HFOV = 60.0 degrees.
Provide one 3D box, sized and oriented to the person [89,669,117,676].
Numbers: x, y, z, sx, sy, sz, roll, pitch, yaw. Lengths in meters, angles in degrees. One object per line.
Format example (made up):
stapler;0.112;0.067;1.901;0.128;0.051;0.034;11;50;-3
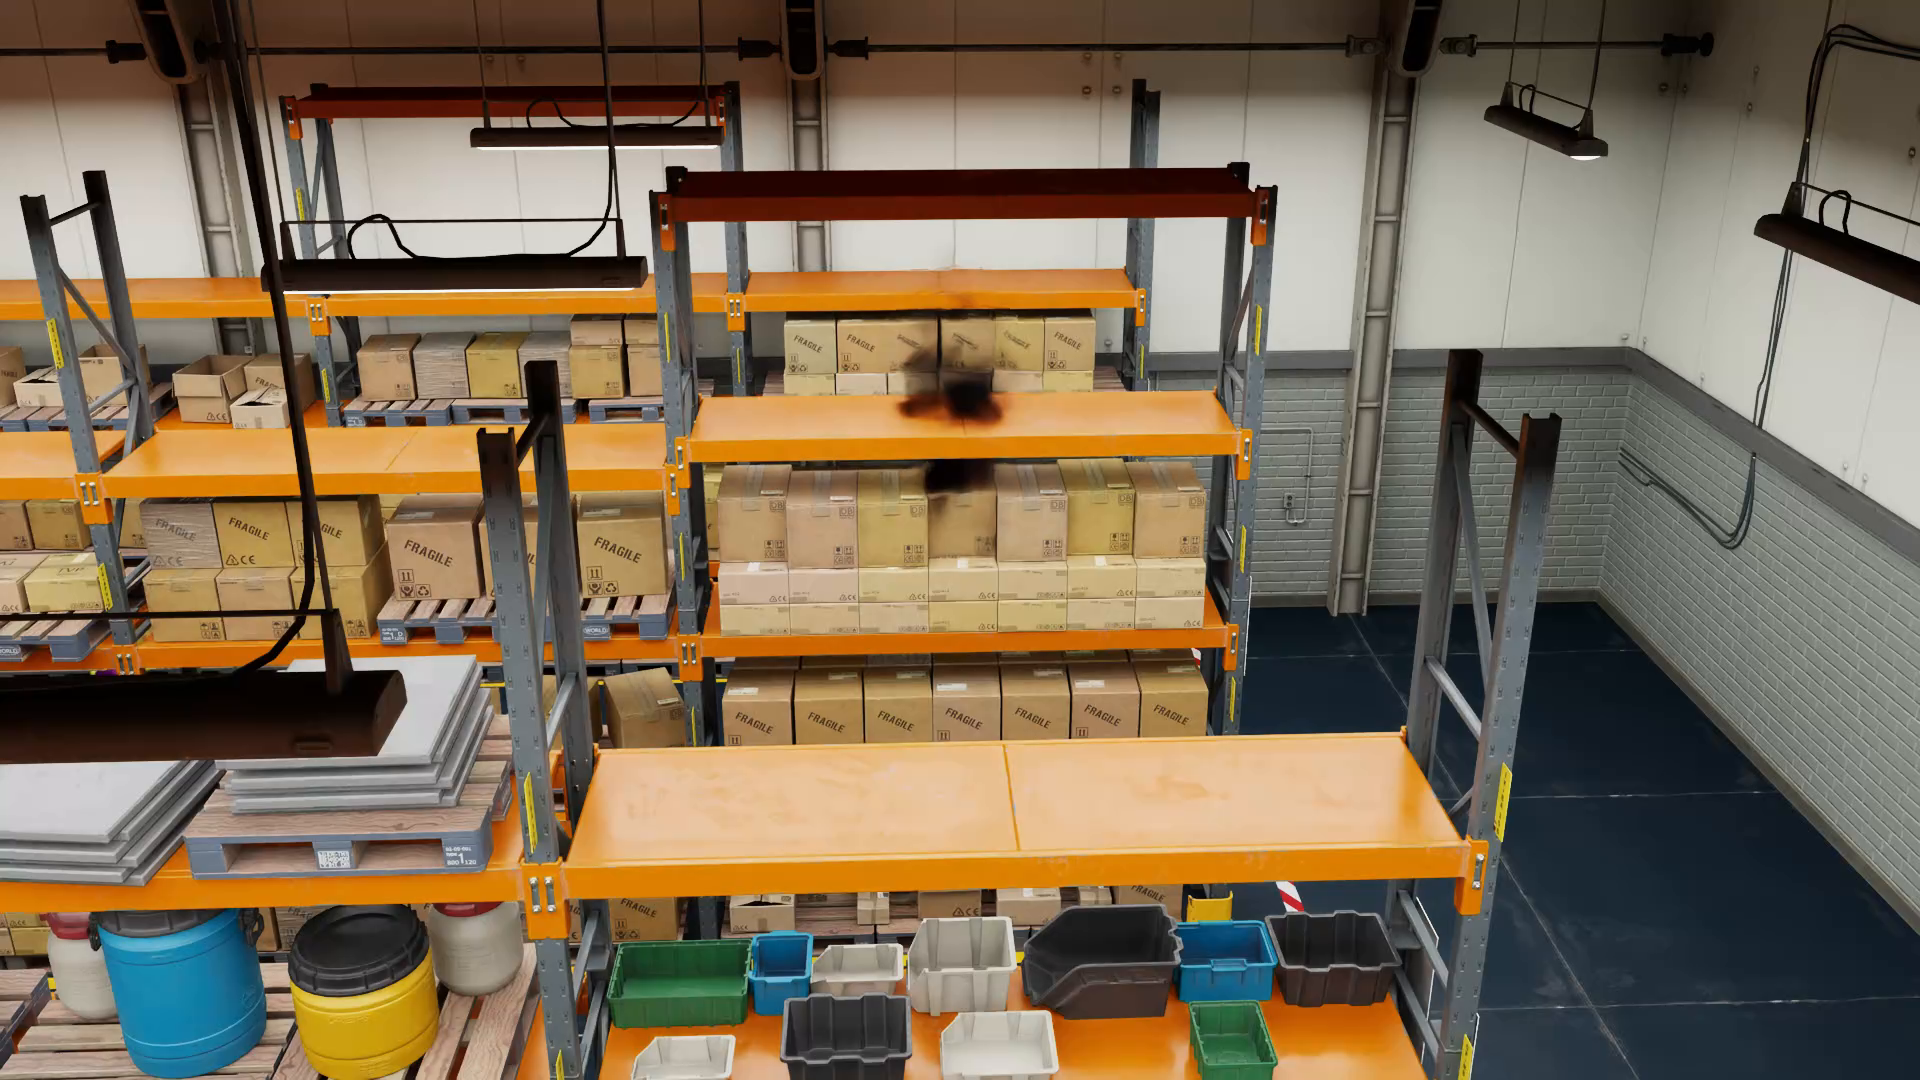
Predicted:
person;-7.561;1.602;14.891;0.738;1.806;0.671;-3;22;-8
